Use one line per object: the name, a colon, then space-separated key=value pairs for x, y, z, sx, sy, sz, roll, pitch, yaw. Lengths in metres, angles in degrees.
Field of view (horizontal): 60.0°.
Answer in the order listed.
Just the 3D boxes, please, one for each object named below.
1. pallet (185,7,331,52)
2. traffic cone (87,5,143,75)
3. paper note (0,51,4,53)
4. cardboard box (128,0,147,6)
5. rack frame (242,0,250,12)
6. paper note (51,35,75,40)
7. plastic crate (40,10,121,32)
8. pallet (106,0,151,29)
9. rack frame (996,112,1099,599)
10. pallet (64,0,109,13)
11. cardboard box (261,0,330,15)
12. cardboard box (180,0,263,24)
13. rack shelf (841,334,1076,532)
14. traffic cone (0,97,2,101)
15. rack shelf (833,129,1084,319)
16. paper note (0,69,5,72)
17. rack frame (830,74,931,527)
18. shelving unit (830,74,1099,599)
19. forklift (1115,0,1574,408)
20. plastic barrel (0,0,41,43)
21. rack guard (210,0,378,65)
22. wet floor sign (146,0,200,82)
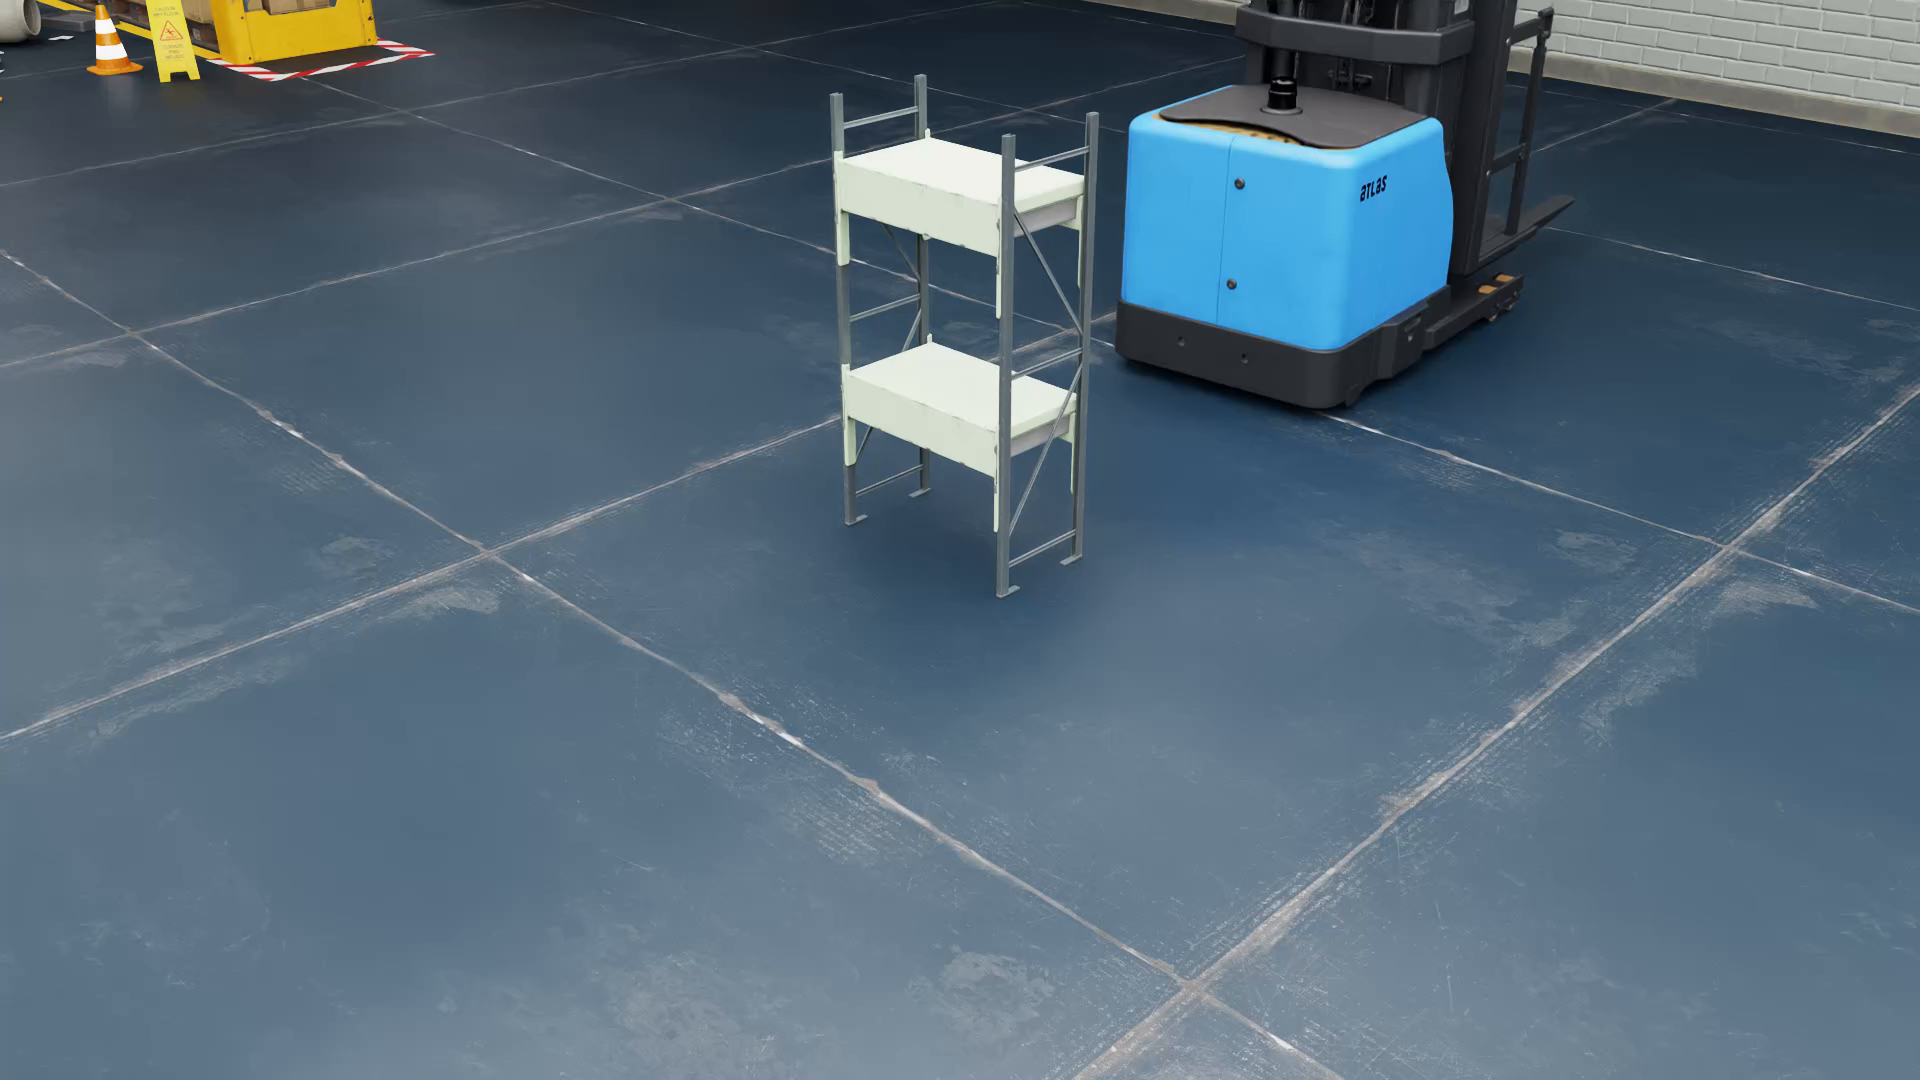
pallet: x=-5.721 y=-4.205 z=13.521 sx=1.213 sy=0.211 sz=1.003 roll=25 pitch=36 yaw=38
traffic cone: x=-6.323 y=-3.727 z=12.341 sx=0.334 sy=0.463 sz=0.336 roll=25 pitch=36 yaw=38
paper note: x=-7.502 y=-3.812 z=12.989 sx=0.123 sy=0.001 sz=0.032 roll=25 pitch=36 yaw=38
cardboard box: x=-6.618 y=-4.622 z=13.820 sx=0.500 sy=0.250 sz=0.500 roll=23 pitch=35 yaw=37
rack frame: x=-5.112 y=-5.138 z=12.298 sx=0.127 sy=3.000 sz=1.000 roll=25 pitch=36 yaw=38
paper note: x=-7.270 y=-4.071 z=13.459 sx=0.148 sy=0.019 sz=0.142 roll=12 pitch=30 yaw=22
plastic crate: x=-7.420 y=-4.366 z=13.968 sx=0.583 sy=0.080 sz=0.402 roll=12 pitch=30 yaw=22
pallet: x=-6.587 y=-4.603 z=14.278 sx=1.213 sy=0.211 sz=1.003 roll=25 pitch=36 yaw=38
rack frame: x=0.266 y=-0.542 z=5.170 sx=0.023 sy=1.500 sz=0.400 roll=25 pitch=36 yaw=38
pallet: x=-7.461 y=-5.001 z=15.035 sx=1.213 sy=0.211 sz=1.003 roll=25 pitch=36 yaw=38
cardboard box: x=-5.494 y=-4.462 z=13.516 sx=0.500 sy=0.250 sz=0.500 roll=24 pitch=36 yaw=38
cardboard box: x=-5.895 y=-4.289 z=13.187 sx=0.500 sy=0.250 sz=0.500 roll=24 pitch=36 yaw=38
rack shelf: x=0.005 y=-0.373 z=5.549 sx=0.720 sy=0.370 sz=0.431 roll=25 pitch=36 yaw=38
traffic cone: x=-6.859 y=-3.248 z=11.430 sx=0.334 sy=0.463 sz=0.336 roll=25 pitch=36 yaw=38
rack shelf: x=0.005 y=-1.007 z=5.215 sx=0.720 sy=0.370 sz=0.431 roll=25 pitch=36 yaw=38
paper note: x=-7.182 y=-3.472 z=12.319 sx=0.142 sy=0.019 sz=0.148 roll=12 pitch=30 yaw=22
rack frame: x=-0.256 y=-0.781 z=5.624 sx=0.023 sy=1.500 sz=0.400 roll=25 pitch=36 yaw=38
shelving unit: x=0.005 y=-0.662 z=5.397 sx=0.755 sy=1.500 sz=0.431 roll=25 pitch=36 yaw=38
forklift: x=1.985 y=-2.434 z=7.229 sx=1.130 sy=2.935 sz=3.031 roll=21 pitch=34 yaw=34
plastic barrel: x=-7.647 y=-4.169 z=13.224 sx=0.512 sy=0.421 sz=0.421 roll=-3 pitch=28 yaw=-5
rack guard: x=-5.167 y=-4.056 z=12.927 sx=0.348 sy=0.500 sz=1.175 roll=25 pitch=36 yaw=38
wet floor sign: x=-5.727 y=-3.679 z=12.053 sx=0.267 sy=0.644 sz=0.232 roll=-13 pitch=30 yaw=-22
